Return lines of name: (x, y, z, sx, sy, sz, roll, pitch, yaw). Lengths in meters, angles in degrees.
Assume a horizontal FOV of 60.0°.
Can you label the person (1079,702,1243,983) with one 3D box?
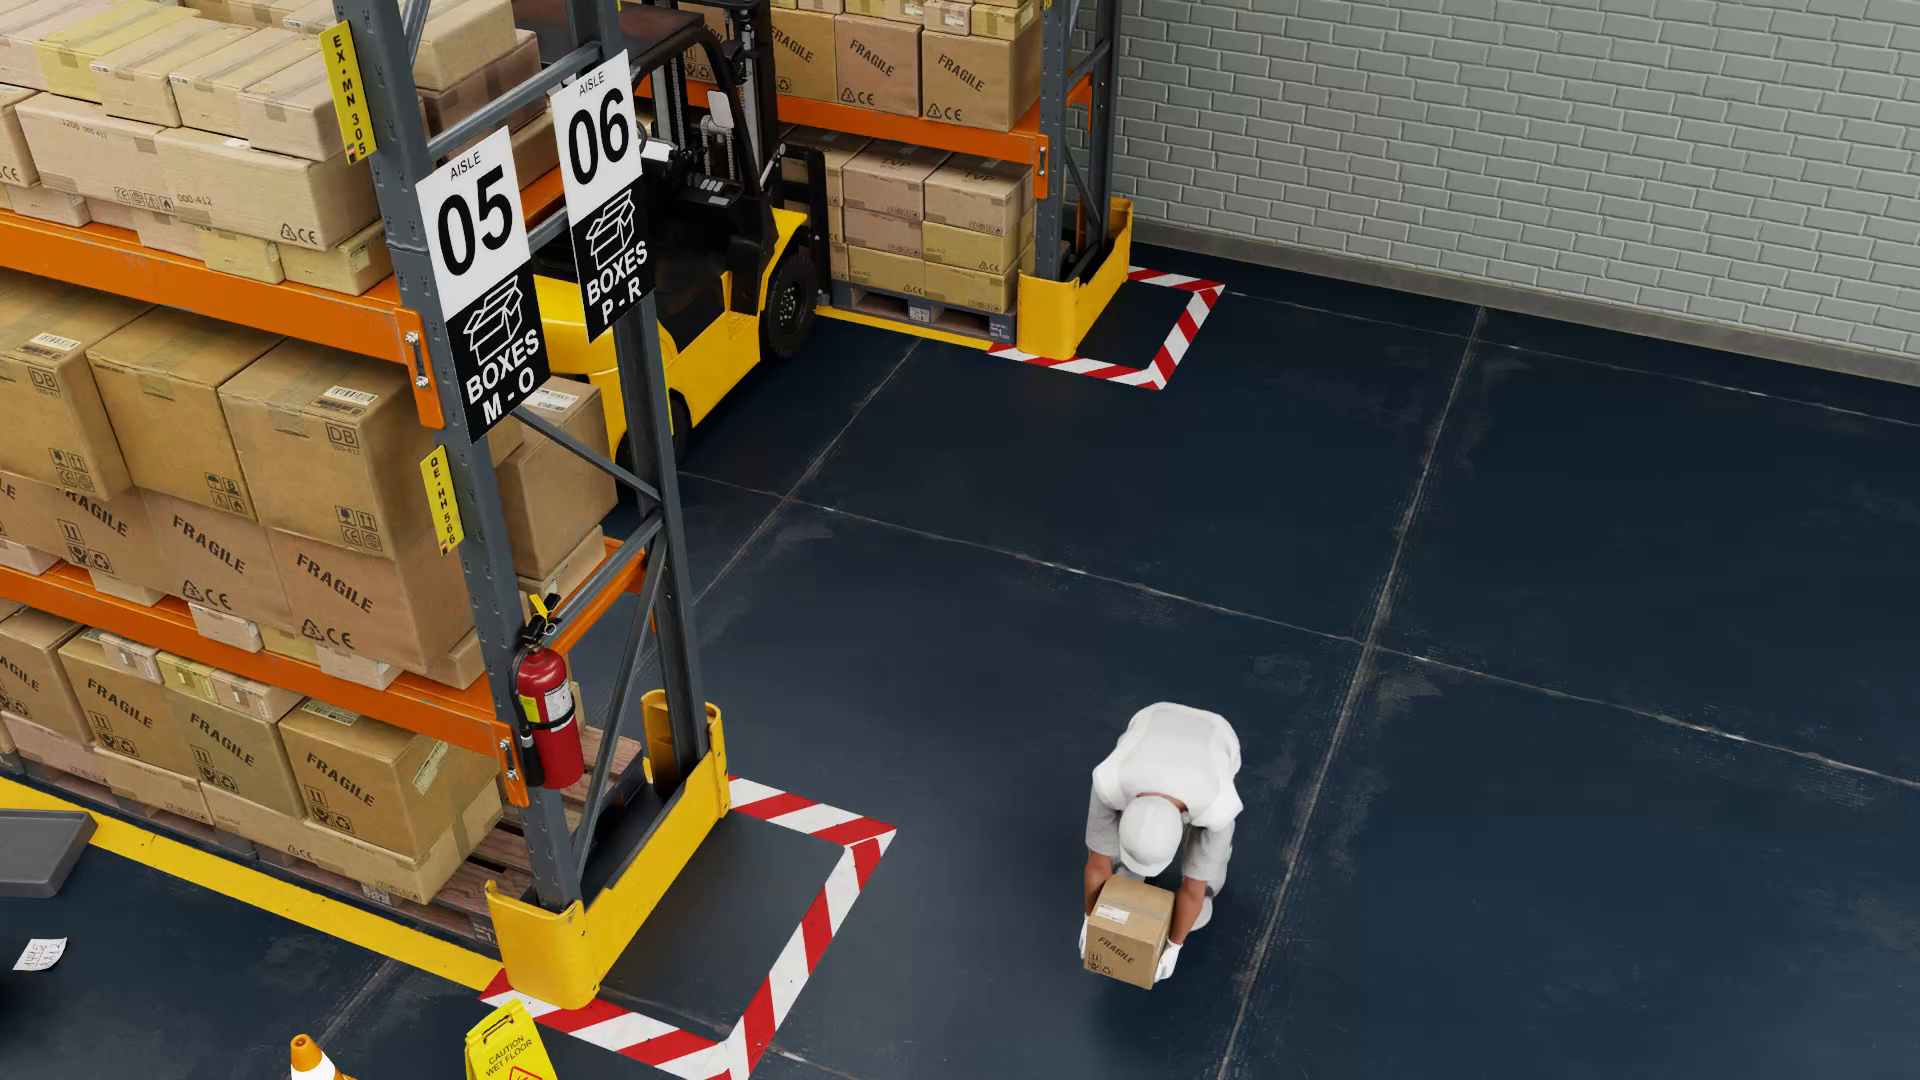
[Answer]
person: (0.750, 1.066, 6.056, 0.551, 0.992, 0.948, 13, 39, 17)
